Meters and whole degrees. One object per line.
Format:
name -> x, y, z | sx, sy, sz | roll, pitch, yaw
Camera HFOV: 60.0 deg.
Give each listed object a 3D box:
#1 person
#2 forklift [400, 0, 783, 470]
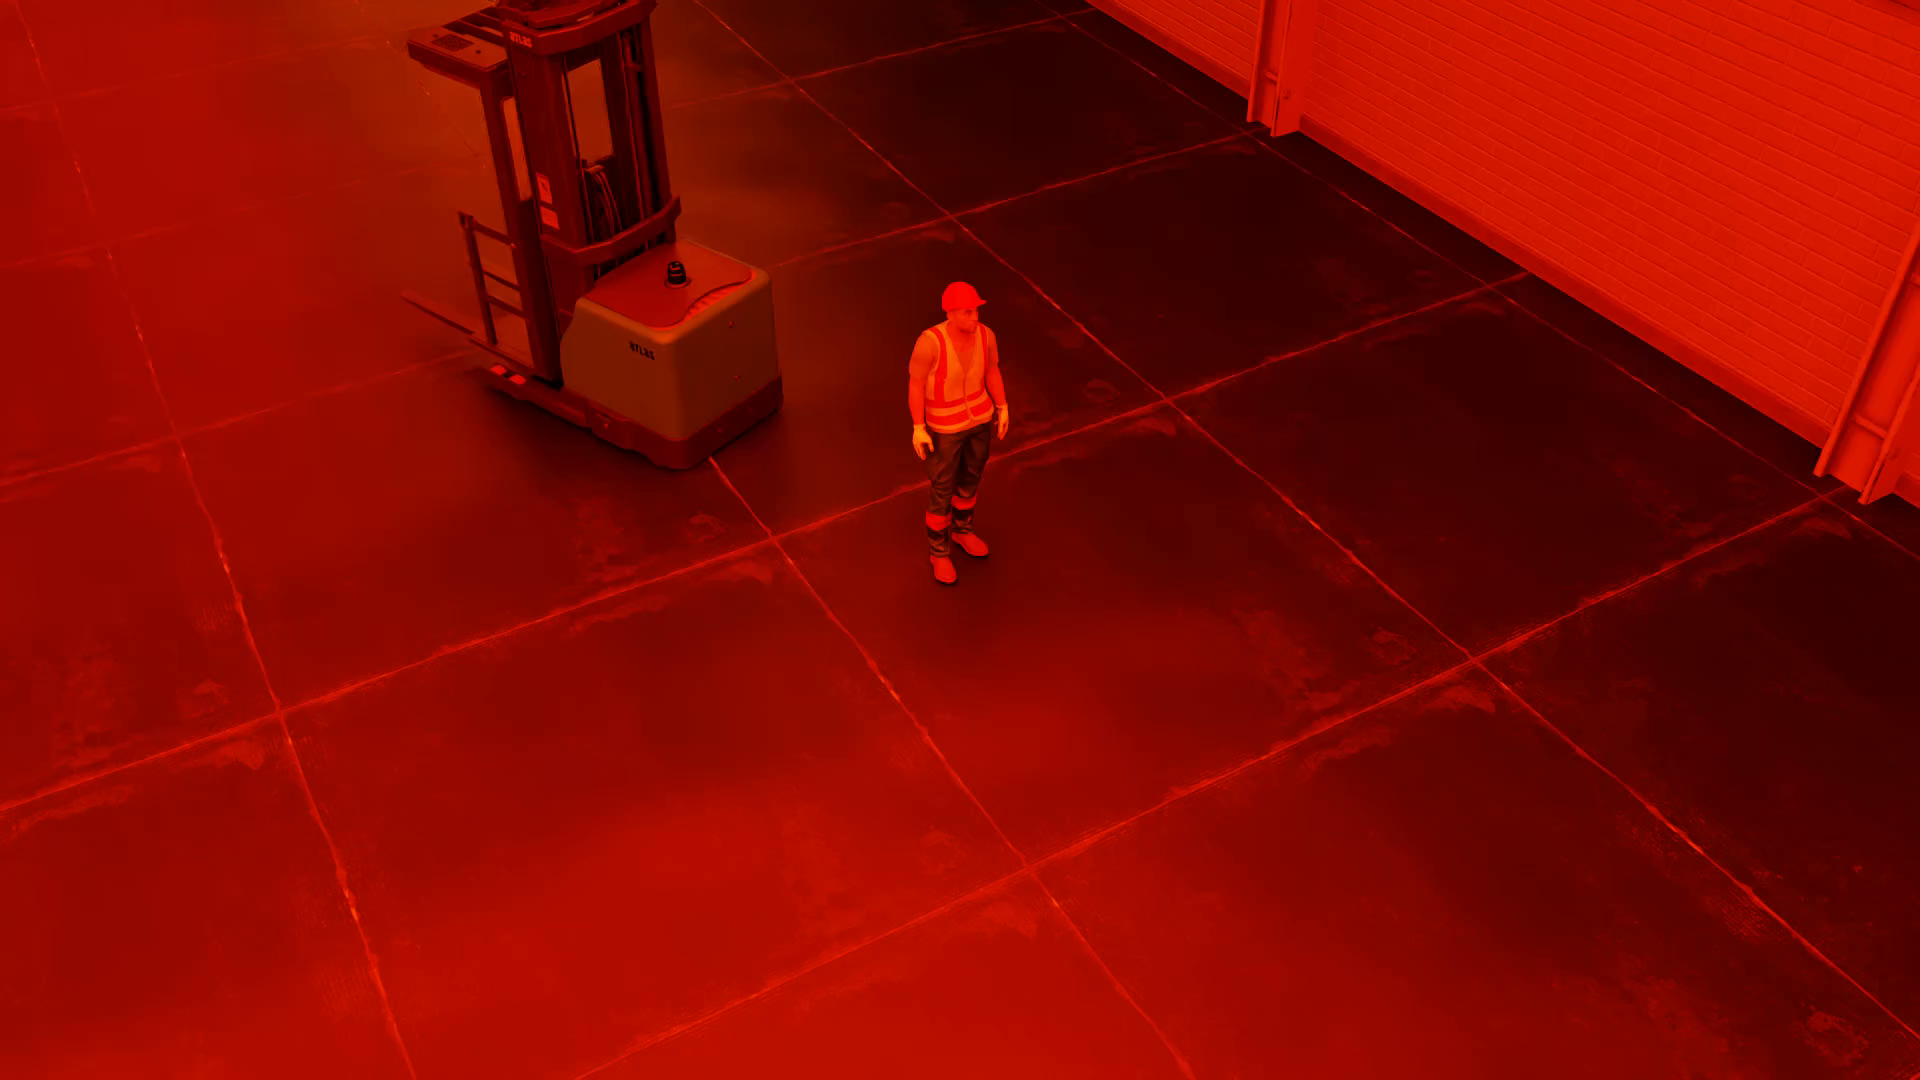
person -> 0.029, -0.646, 9.698 | 0.637, 1.787, 0.564 | -20, 44, -23
forklift -> -2.690, -2.347, 10.865 | 3.031, 2.935, 1.130 | 26, 46, 28
